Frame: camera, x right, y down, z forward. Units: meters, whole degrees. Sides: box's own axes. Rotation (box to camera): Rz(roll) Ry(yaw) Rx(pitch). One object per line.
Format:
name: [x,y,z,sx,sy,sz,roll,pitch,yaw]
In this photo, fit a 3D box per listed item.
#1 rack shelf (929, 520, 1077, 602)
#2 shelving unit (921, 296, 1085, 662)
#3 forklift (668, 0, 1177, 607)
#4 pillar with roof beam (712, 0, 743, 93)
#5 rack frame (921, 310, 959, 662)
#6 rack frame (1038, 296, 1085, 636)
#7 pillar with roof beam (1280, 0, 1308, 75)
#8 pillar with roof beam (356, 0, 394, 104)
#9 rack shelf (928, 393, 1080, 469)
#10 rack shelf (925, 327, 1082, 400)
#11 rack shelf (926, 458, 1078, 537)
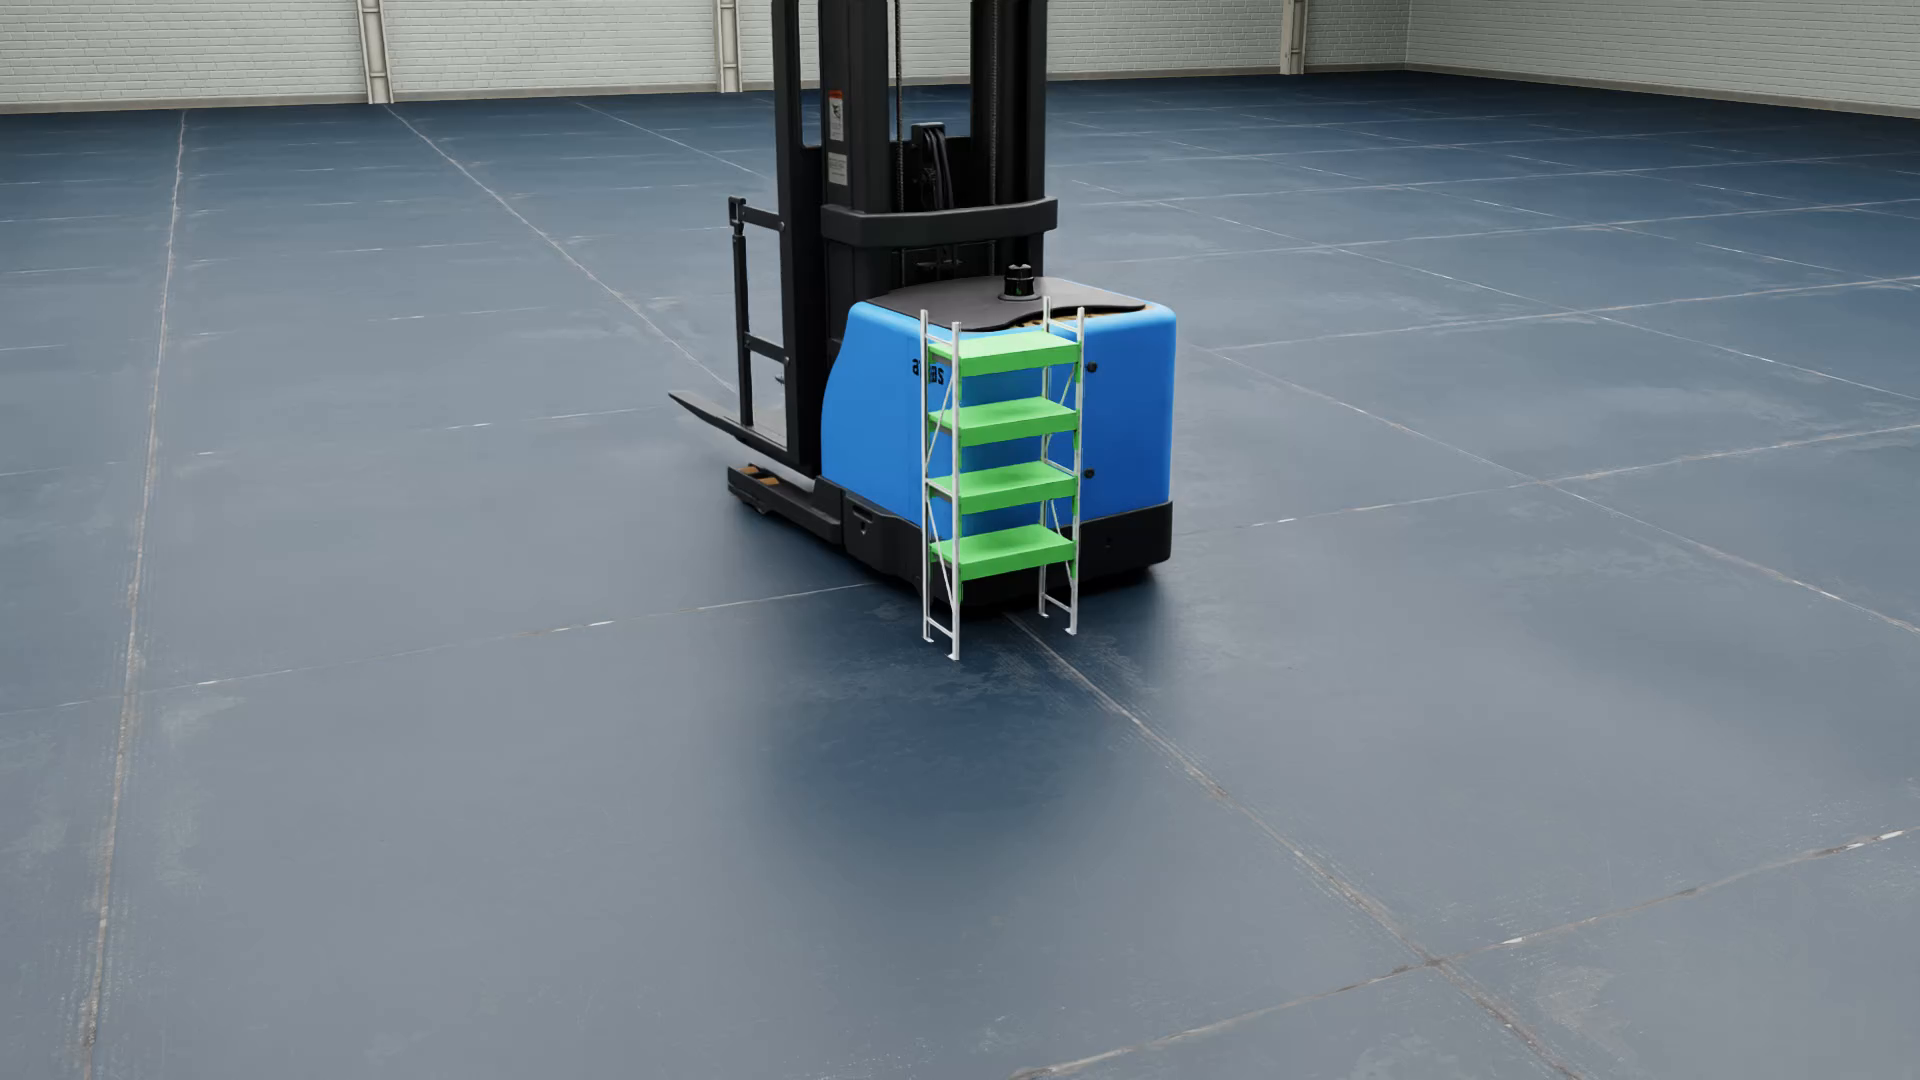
rack shelf: [0.146,0.072,5.927,0.480,0.148,0.258,-11,22,-27]
shelving unit: [0.146,-0.215,5.826,0.503,1.200,0.258,-11,22,-27]
forklift: [-0.387,-1.571,7.070,1.130,2.935,3.031,-12,23,-31]
pillar with roof beam: [-2.447,-11.013,24.750,0.400,9.000,9.100,-8,21,-22]
rack frame: [-0.067,-0.176,5.714,0.015,1.200,0.240,-11,22,-27]
rack frame: [0.359,-0.255,5.939,0.015,1.200,0.240,-11,22,-27]
pillar with roof beam: [8.571,-12.592,29.234,0.400,9.000,9.100,-8,21,-22]
pillar with roof beam: [-7.956,-10.224,22.509,0.400,9.000,9.100,-8,21,-22]
rack shelf: [0.146,-0.381,5.768,0.480,0.148,0.258,-11,22,-27]
rack shelf: [0.146,-0.608,5.688,0.480,0.148,0.258,-11,22,-27]
rack shelf: [0.146,-0.155,5.848,0.480,0.148,0.258,-11,22,-27]
